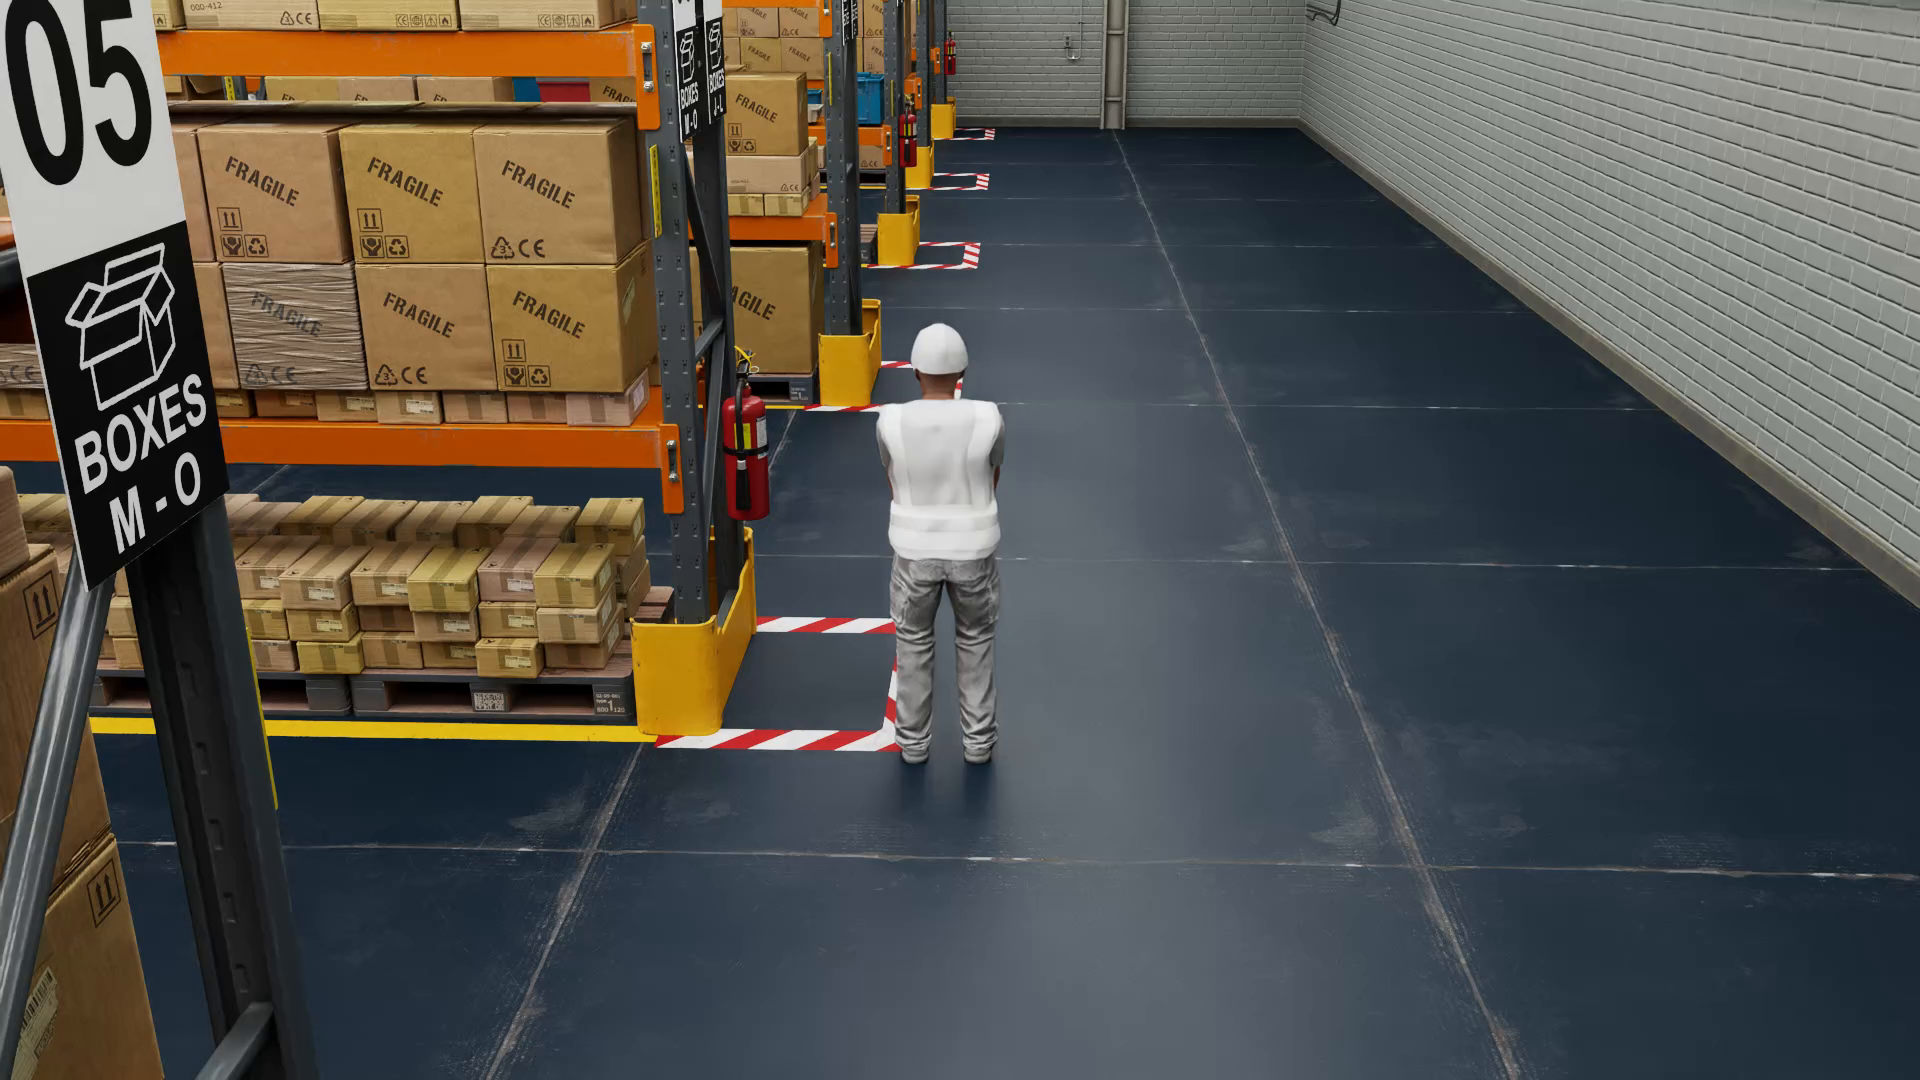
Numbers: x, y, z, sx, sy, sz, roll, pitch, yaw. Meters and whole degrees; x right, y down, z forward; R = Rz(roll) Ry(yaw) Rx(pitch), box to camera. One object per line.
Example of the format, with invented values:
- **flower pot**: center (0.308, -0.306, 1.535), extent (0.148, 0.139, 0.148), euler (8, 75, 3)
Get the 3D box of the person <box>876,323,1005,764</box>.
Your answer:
- **person**: center (-0.073, -0.005, 6.562), extent (0.489, 1.782, 0.566), euler (0, 21, 0)
